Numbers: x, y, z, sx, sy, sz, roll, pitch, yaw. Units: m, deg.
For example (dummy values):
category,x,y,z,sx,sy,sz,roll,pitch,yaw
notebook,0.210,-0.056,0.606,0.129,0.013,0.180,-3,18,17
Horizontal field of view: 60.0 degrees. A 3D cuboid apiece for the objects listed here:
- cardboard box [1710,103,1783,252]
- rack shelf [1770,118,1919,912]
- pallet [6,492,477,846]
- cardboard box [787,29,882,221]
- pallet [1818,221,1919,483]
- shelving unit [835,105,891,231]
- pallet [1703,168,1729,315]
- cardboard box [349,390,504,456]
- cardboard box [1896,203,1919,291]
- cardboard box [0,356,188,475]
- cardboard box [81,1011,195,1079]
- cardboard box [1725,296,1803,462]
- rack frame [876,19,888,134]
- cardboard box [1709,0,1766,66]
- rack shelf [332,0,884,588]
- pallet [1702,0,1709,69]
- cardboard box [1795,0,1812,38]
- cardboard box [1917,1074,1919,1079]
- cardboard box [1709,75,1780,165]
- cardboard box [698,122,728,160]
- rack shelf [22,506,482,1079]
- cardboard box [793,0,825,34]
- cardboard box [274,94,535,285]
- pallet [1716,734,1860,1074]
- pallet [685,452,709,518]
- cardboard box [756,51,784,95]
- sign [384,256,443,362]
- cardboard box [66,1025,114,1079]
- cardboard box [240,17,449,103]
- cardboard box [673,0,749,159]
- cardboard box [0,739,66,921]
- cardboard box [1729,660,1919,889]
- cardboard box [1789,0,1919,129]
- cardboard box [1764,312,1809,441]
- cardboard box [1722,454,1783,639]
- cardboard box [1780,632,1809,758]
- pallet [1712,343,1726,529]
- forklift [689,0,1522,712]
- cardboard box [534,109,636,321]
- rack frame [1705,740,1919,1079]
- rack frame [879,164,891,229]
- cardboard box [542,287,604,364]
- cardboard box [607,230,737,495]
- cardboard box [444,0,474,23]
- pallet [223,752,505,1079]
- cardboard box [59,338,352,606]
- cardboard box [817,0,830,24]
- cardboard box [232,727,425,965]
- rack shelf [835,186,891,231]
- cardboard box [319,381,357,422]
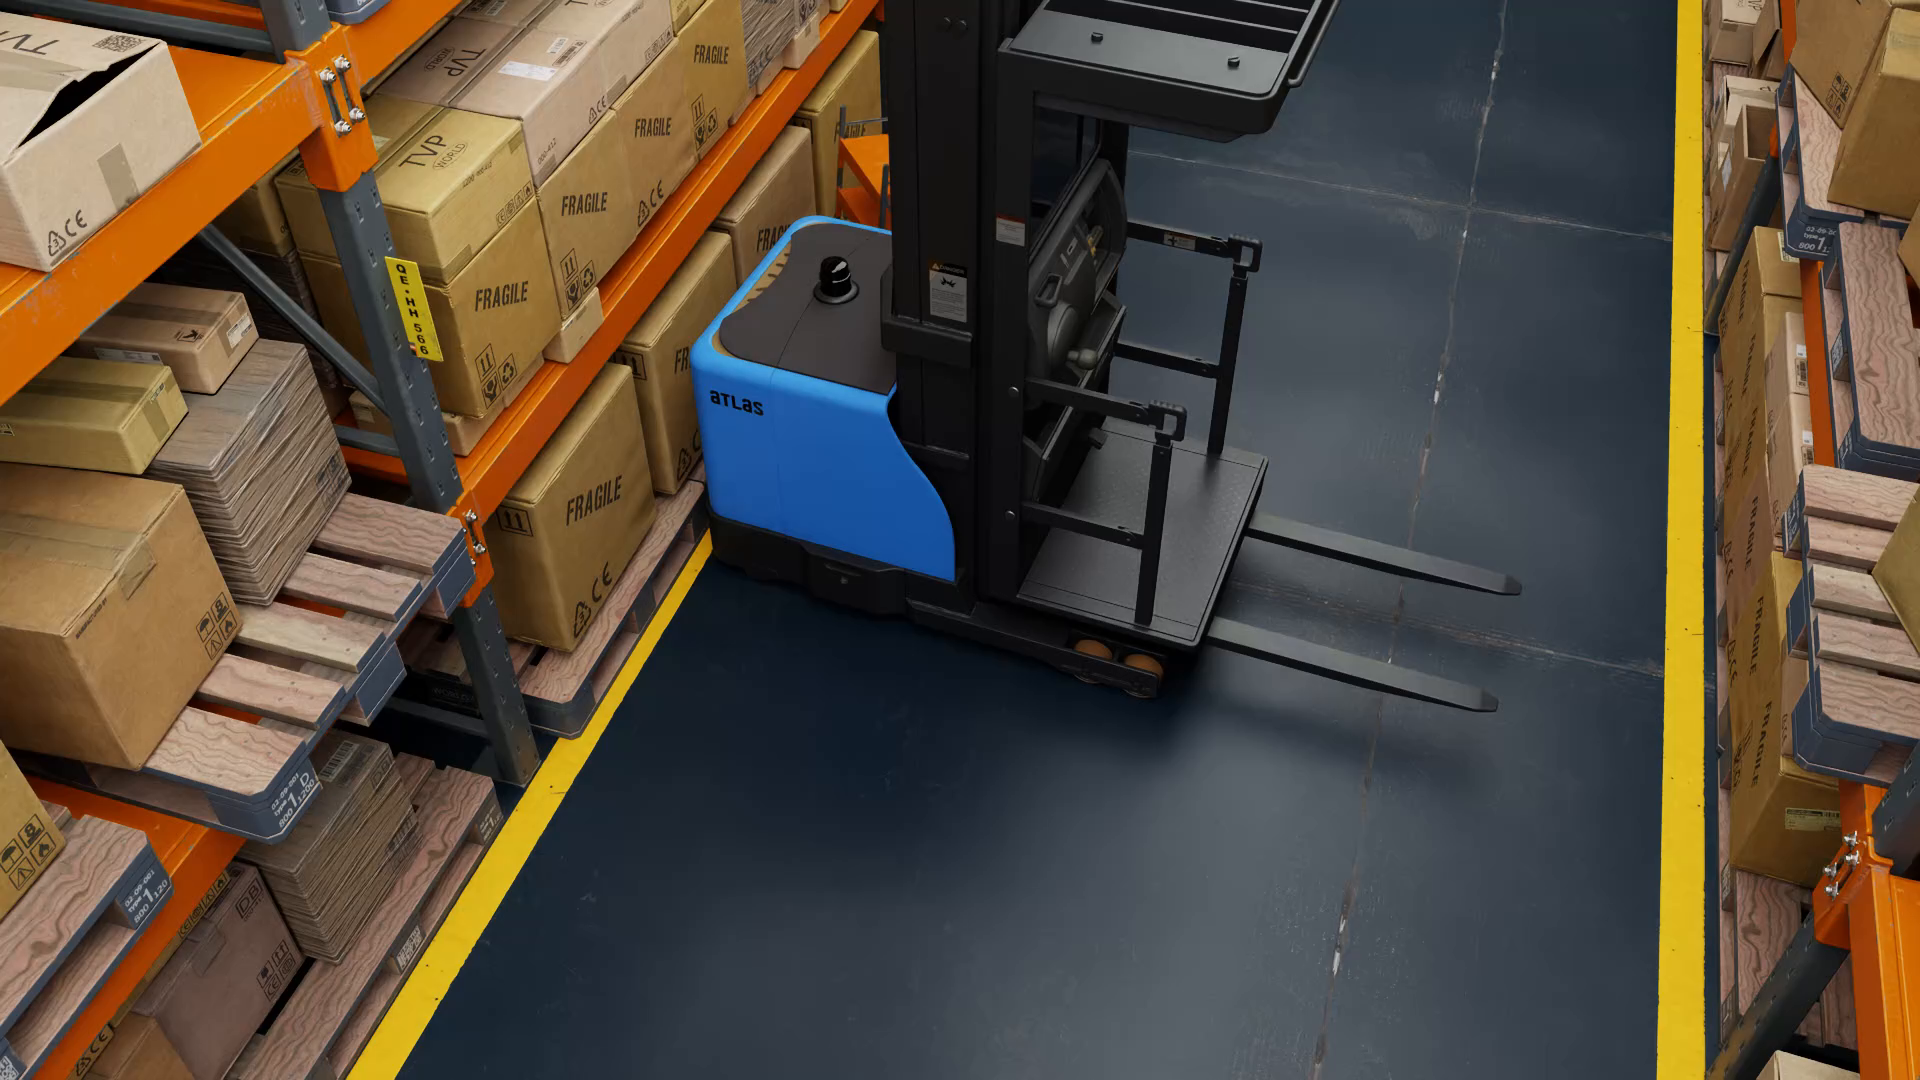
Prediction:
category,x,y,z,sx,sy,sz,roll,pitch,yaw
cardboard box,3.849,-1.663,7.778,0.500,0.500,0.500,13,46,13
rack shelf,3.341,-0.369,5.497,1.077,0.370,4.000,13,46,13
pallet,-2.101,0.226,4.511,1.213,0.211,1.003,13,46,13
cardboard box,-0.849,-1.927,7.811,0.750,0.750,0.750,13,46,13
pallet,3.320,-0.522,5.276,1.003,0.211,1.213,13,46,13
shelving unit,-0.338,-1.204,7.107,0.258,1.200,0.503,-12,46,-20
pallet,4.155,-1.420,8.051,1.003,0.211,1.213,13,46,13
cardboard box,-1.667,-0.428,5.208,0.380,0.149,0.250,12,46,12
cardboard box,3.470,-0.955,5.209,0.700,0.500,0.500,2,44,2
cardboard box,-2.146,-0.311,4.073,0.380,0.149,0.250,6,45,6
cardboard box,-2.546,1.543,4.501,0.700,0.500,0.500,12,46,12
cardboard box,3.417,-0.594,6.686,0.500,0.500,0.500,13,46,13
rack frame,-0.776,-3.006,7.677,1.000,3.000,0.127,13,46,13
cardboard box,4.420,-2.831,9.150,0.500,0.250,0.500,13,46,13
rack shelf,-1.381,-1.416,6.567,1.077,0.370,4.000,13,46,13
pallet,4.894,-3.047,9.713,1.003,0.211,1.213,13,46,13
cardboard box,3.853,-2.383,6.969,0.500,0.500,0.500,13,46,13
cardboard box,2.280,1.294,3.347,0.500,0.311,0.500,12,46,12
cardboard box,4.076,-2.095,8.355,0.500,0.311,0.500,13,46,13
cardboard box,-1.126,-1.626,6.432,0.380,0.149,0.250,14,46,14
rack shelf,-2.593,1.250,3.842,1.077,0.370,4.000,13,46,13
cardboard box,-0.820,-2.452,6.813,0.500,0.500,0.500,13,46,13
cardboard box,-1.595,-1.024,4.817,0.500,0.250,0.500,14,46,13
pallet,2.997,1.214,5.359,1.003,0.211,1.213,13,46,13
pallet,-1.305,-0.663,7.277,1.003,0.211,1.213,13,46,13
cardboard box,-0.945,-1.964,6.778,0.380,0.149,0.250,13,46,13
sign,-1.467,-0.617,4.464,0.100,0.325,0.005,13,46,13
cardboard box,-2.539,1.330,4.183,0.500,0.250,0.500,12,46,12
cardboard box,-1.937,-1.459,5.261,0.500,0.250,0.500,11,45,11
cardboard box,-1.127,-1.785,6.131,0.500,0.500,0.500,14,46,14
cardboard box,-2.476,0.618,3.588,0.700,0.500,0.500,13,46,13
cardboard box,2.795,0.770,5.291,0.500,0.500,0.500,14,46,14
cardboard box,3.590,-1.877,6.152,0.700,0.500,0.500,-1,44,-1
cardboard box,3.265,-0.554,6.108,0.500,0.250,0.500,13,46,13
cardboard box,3.105,0.074,6.002,0.500,0.500,0.500,11,45,11
cardboard box,2.808,0.463,5.068,0.500,0.250,0.500,14,46,14
pallet,3.736,-0.413,7.021,1.003,0.211,1.213,13,46,13
forklift,0.585,-0.889,5.562,3.031,2.935,1.130,15,46,15
cardboard box,-1.429,-1.106,5.437,0.500,0.500,0.500,14,46,14
rack frame,2.735,0.707,3.883,1.000,3.000,0.127,13,46,13
rack frame,-0.243,-1.047,6.946,0.240,1.200,0.015,-12,46,-20
cardboard box,-1.421,-0.753,5.540,0.380,0.149,0.250,14,46,14
cardboard box,-1.368,-0.767,6.625,0.750,0.750,0.750,12,46,12
cardboard box,-1.778,-1.800,5.610,0.500,0.250,0.500,11,46,11
pallet,-2.225,1.177,5.396,1.003,0.211,1.213,13,46,13
cardboard box,-2.120,-0.217,4.441,0.700,0.500,0.500,8,45,8
cardboard box,-0.784,-2.302,7.123,0.380,0.149,0.250,14,46,14
cardboard box,-2.155,0.887,5.171,0.700,0.500,0.500,13,46,13
rack shelf,-0.324,-1.319,7.002,0.258,0.148,0.480,-12,46,-20
cardboard box,-2.133,-0.529,5.311,0.380,0.149,0.250,13,46,13
